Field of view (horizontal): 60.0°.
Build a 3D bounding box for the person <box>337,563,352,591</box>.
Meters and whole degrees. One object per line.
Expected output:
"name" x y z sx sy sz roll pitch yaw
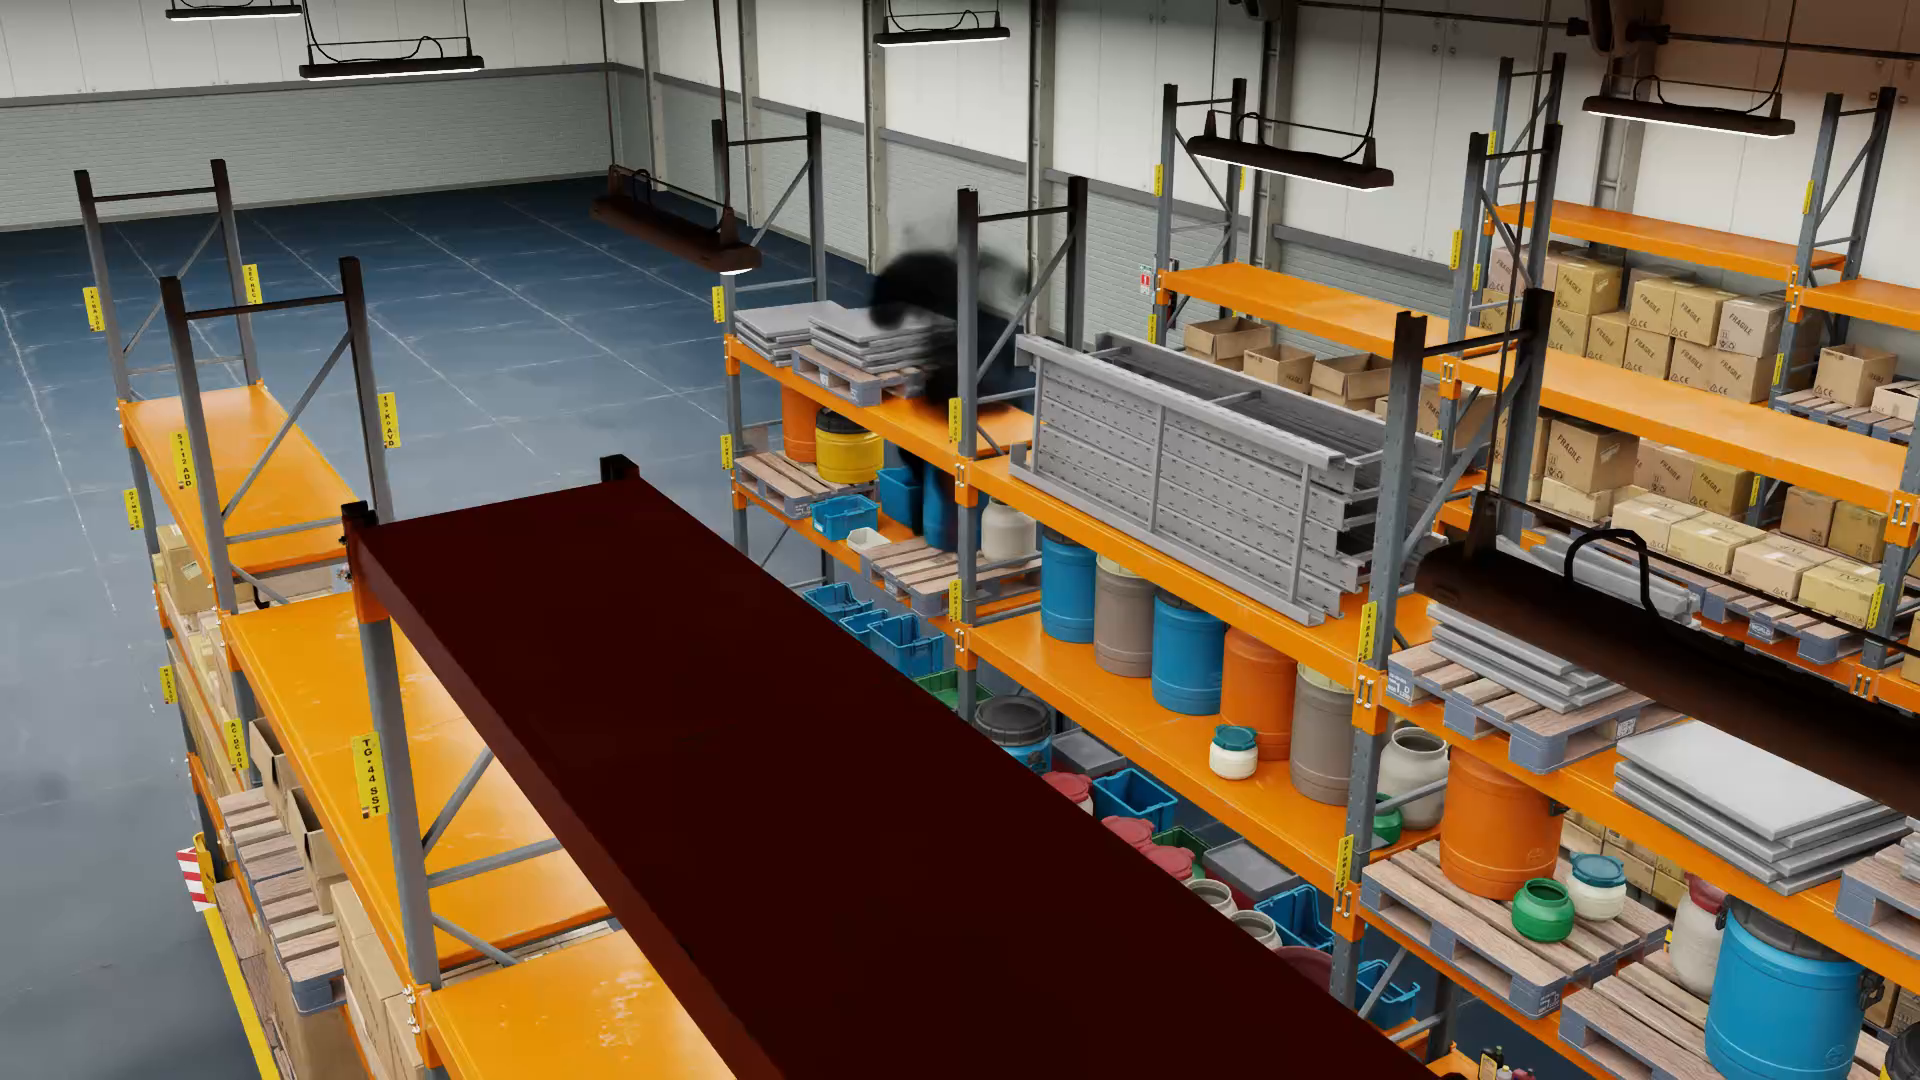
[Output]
"person" -6.370 0.608 17.695 0.583 1.613 0.632 1 22 4
